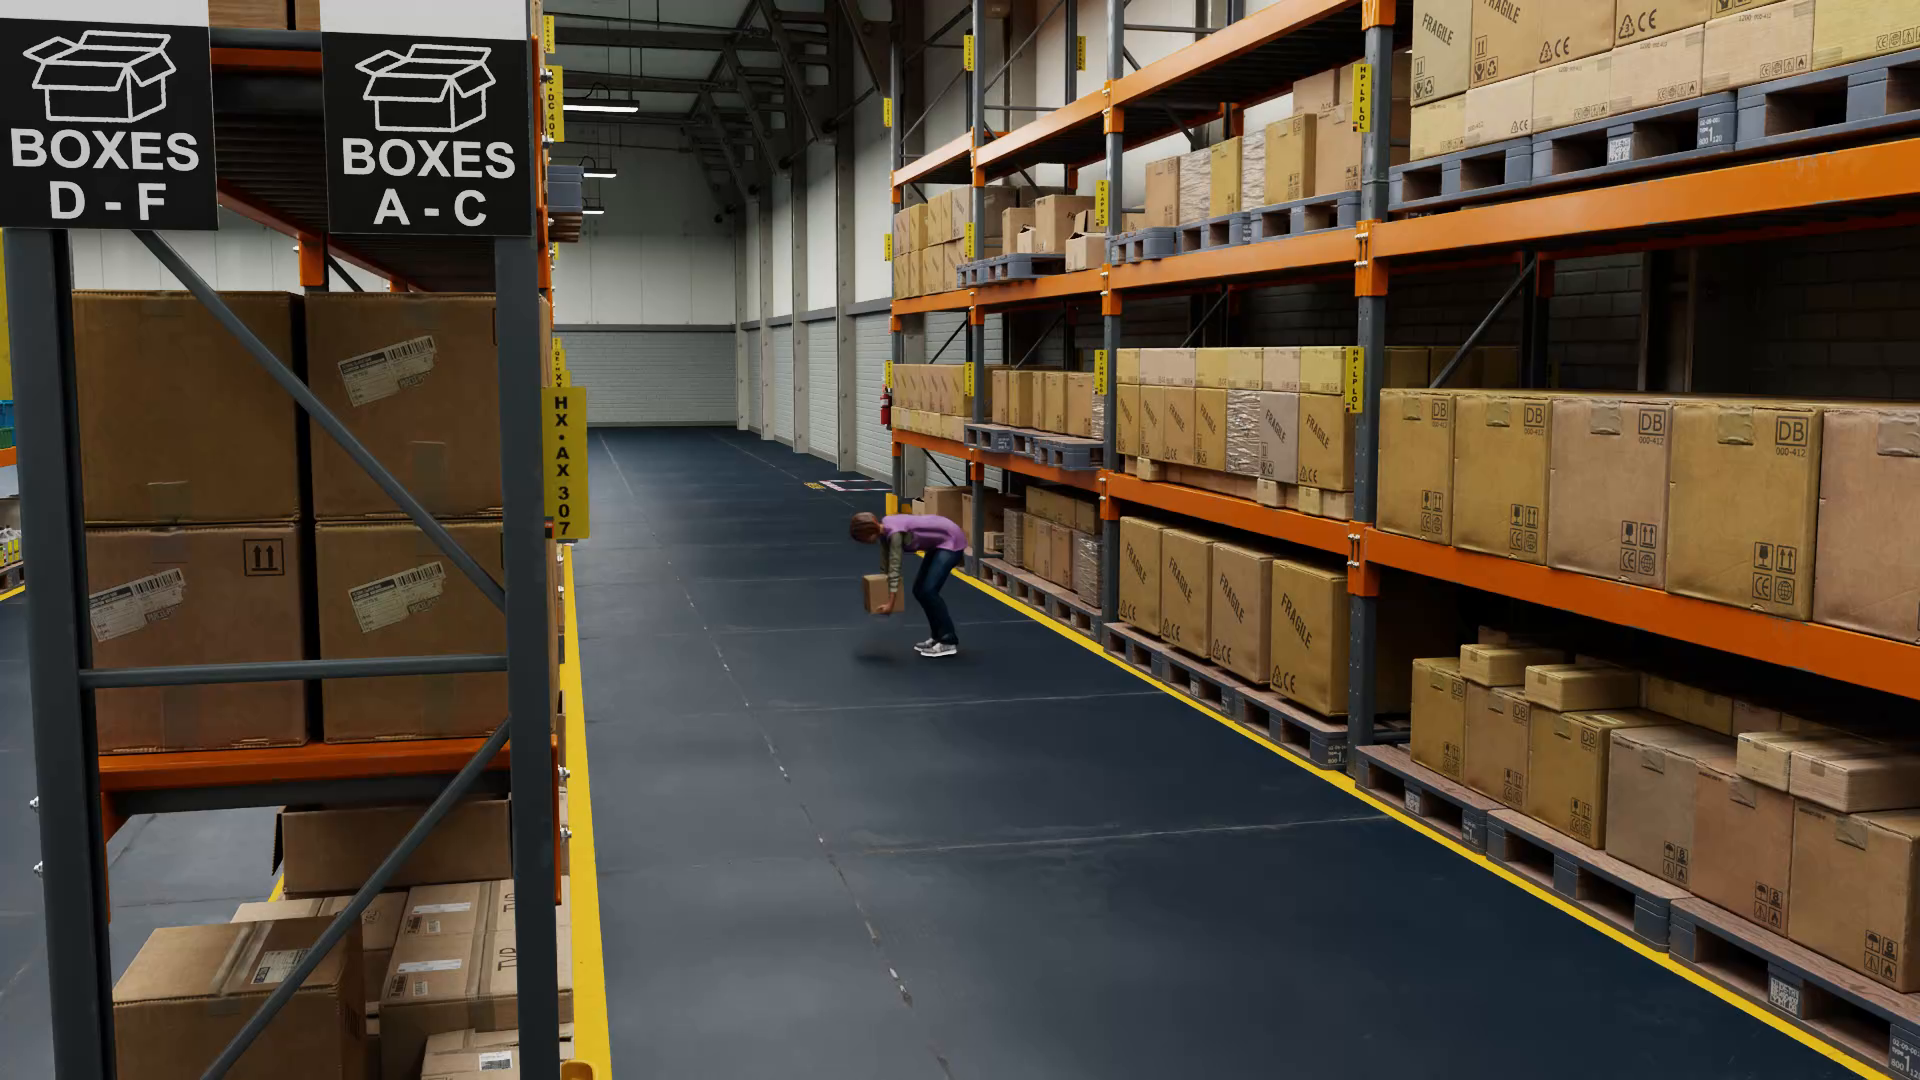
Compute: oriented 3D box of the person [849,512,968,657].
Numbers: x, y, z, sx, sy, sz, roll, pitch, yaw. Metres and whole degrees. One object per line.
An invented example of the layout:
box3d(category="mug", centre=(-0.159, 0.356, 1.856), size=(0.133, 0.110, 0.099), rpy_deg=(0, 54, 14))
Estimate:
box3d(category="person", centre=(-0.373, 0.315, 12.021), size=(0.865, 1.051, 0.390), rpy_deg=(-2, 7, -16))
